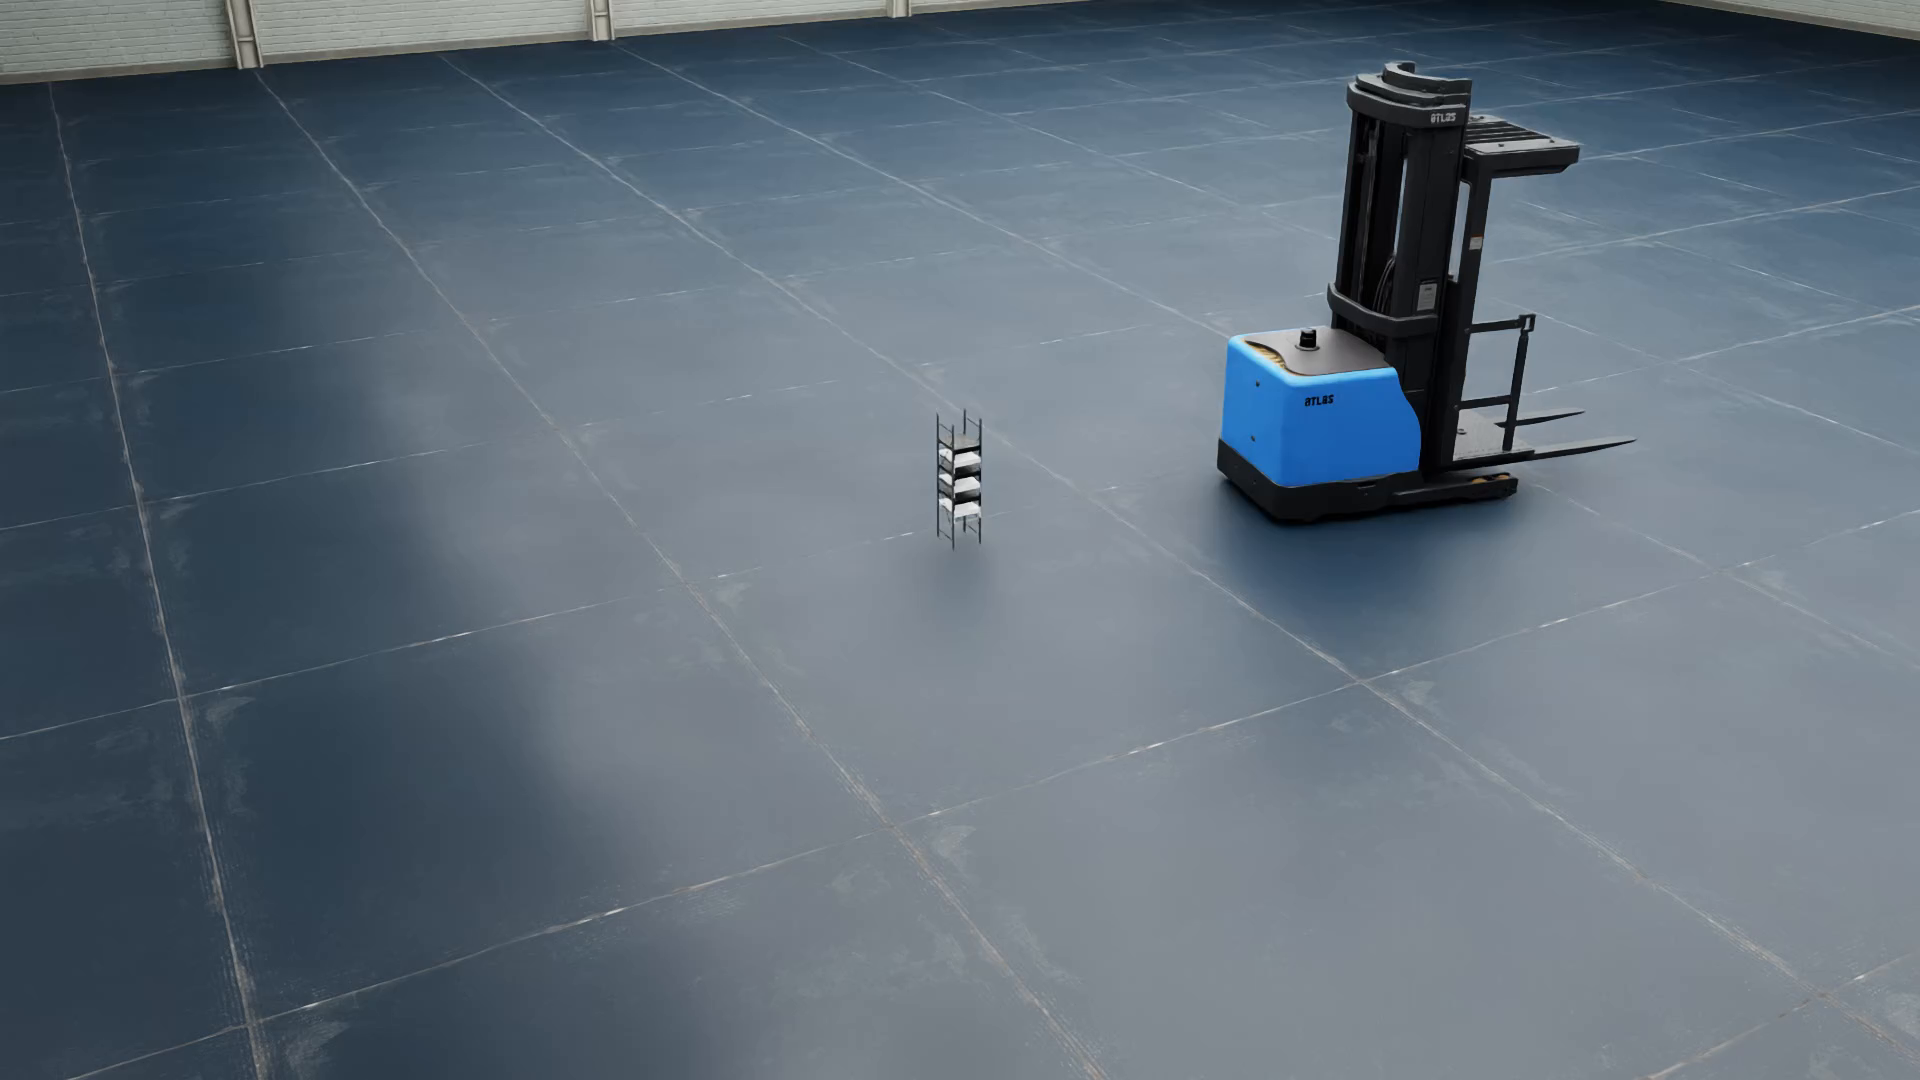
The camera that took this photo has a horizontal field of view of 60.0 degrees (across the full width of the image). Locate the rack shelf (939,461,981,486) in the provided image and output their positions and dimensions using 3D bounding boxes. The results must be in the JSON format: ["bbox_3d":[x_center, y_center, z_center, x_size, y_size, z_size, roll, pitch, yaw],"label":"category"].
[{"bbox_3d":[-0.007,-0.455,11.027,0.200,0.077,0.258,-13,29,-25],"label":"rack shelf"}]

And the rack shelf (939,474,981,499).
[{"bbox_3d":[-0.007,-0.374,11.066,0.200,0.077,0.258,-13,29,-25],"label":"rack shelf"}]

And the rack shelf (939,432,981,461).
[{"bbox_3d":[-0.007,-0.617,10.949,0.200,0.077,0.258,-13,29,-25],"label":"rack shelf"}]

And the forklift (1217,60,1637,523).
[{"bbox_3d":[3.457,-1.801,11.614,3.031,2.935,1.130,-8,27,-16],"label":"forklift"}]

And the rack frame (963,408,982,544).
[{"bbox_3d":[0.083,-0.425,11.095,0.006,0.900,0.240,-13,29,-25],"label":"rack frame"}]

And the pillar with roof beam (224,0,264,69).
[{"bbox_3d":[-9.764,-10.270,22.244,0.400,9.000,9.100,-13,29,-25],"label":"pillar with roof beam"}]

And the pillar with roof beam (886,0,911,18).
[{"bbox_3d":[0.824,-12.714,27.334,0.400,9.000,9.100,-13,29,-25],"label":"pillar with roof beam"}]

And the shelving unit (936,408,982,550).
[{"bbox_3d":[-0.007,-0.404,11.052,0.210,0.900,0.258,-13,29,-25],"label":"shelving unit"}]

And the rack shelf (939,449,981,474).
[{"bbox_3d":[-0.007,-0.536,10.988,0.200,0.077,0.258,-13,29,-25],"label":"rack shelf"}]

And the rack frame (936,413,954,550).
[{"bbox_3d":[-0.097,-0.383,11.009,0.006,0.900,0.240,-13,29,-25],"label":"rack frame"}]

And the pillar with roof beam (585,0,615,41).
[{"bbox_3d":[-4.470,-11.492,24.789,0.400,9.000,9.100,-13,29,-25],"label":"pillar with roof beam"}]

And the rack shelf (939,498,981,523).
[{"bbox_3d":[-0.007,-0.212,11.144,0.200,0.077,0.258,-13,29,-25],"label":"rack shelf"}]

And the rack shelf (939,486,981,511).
[{"bbox_3d":[-0.007,-0.293,11.105,0.200,0.077,0.258,-13,29,-25],"label":"rack shelf"}]
